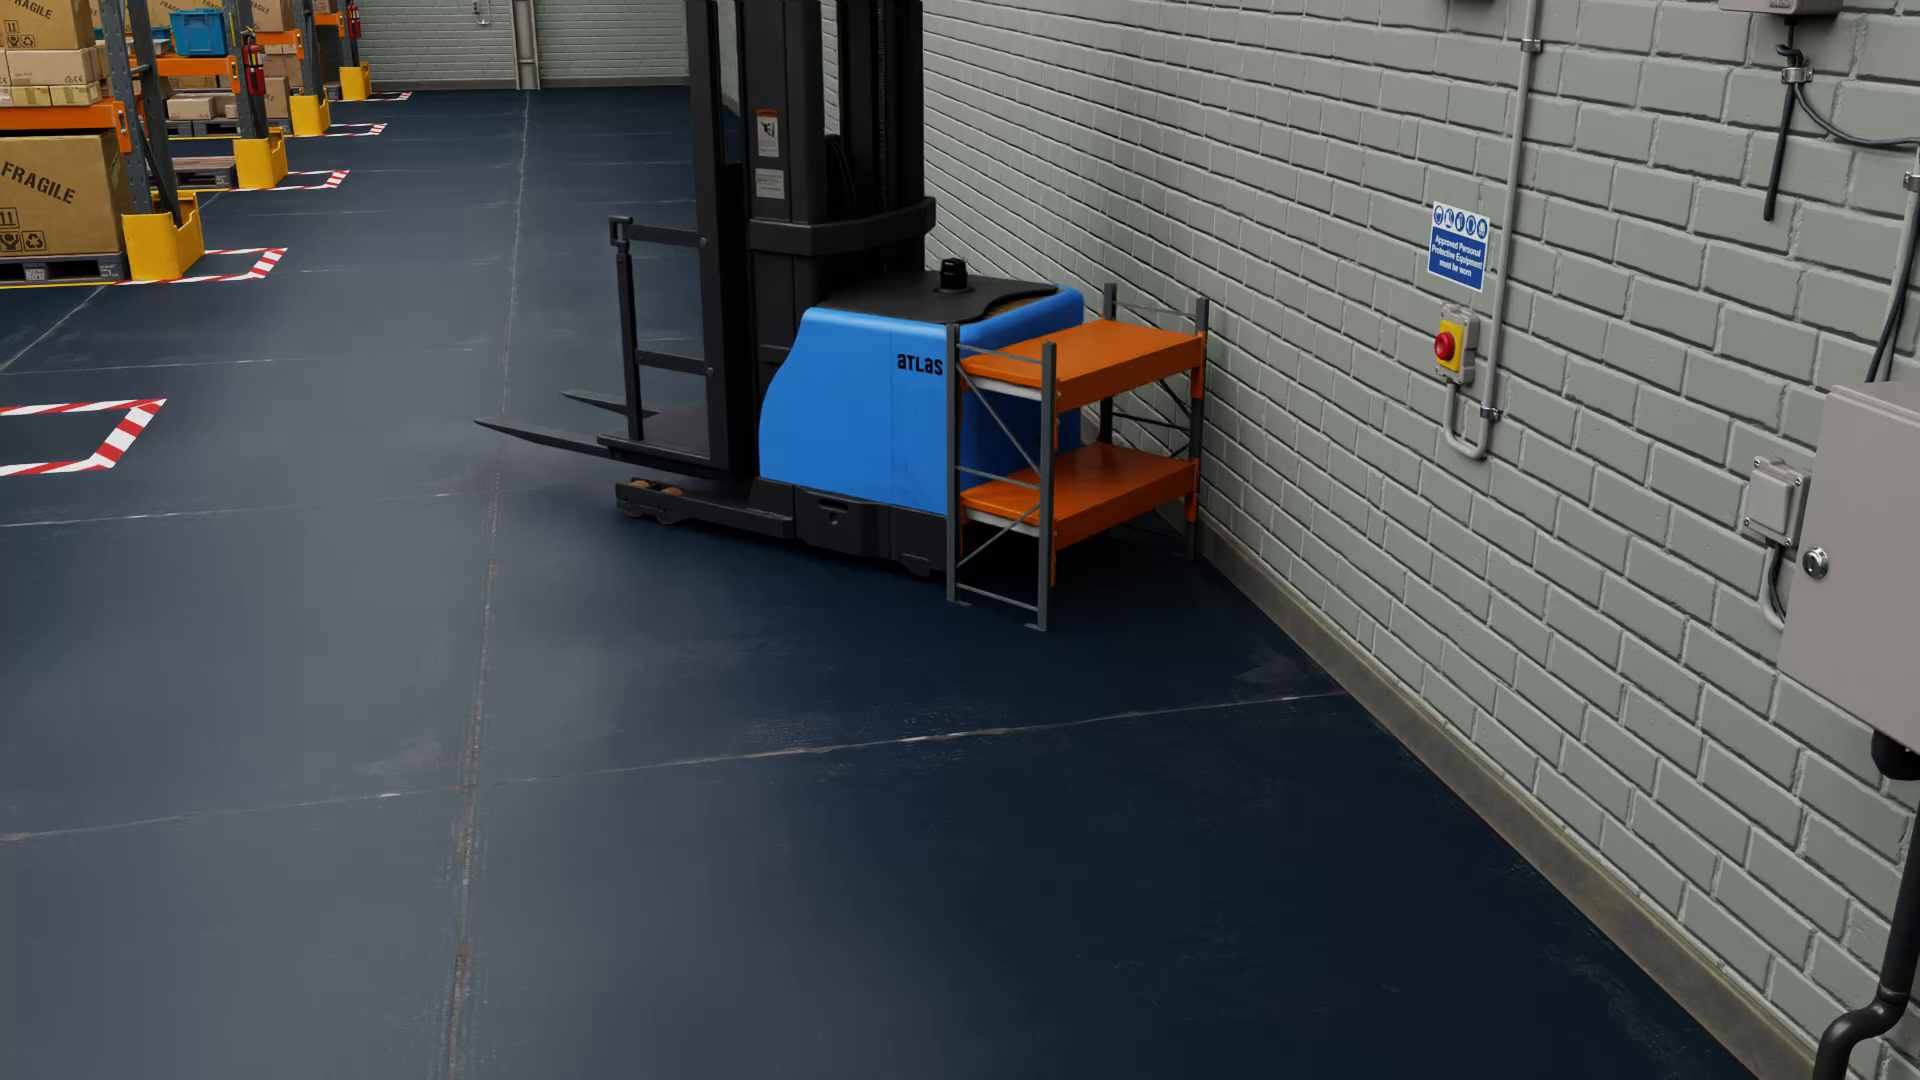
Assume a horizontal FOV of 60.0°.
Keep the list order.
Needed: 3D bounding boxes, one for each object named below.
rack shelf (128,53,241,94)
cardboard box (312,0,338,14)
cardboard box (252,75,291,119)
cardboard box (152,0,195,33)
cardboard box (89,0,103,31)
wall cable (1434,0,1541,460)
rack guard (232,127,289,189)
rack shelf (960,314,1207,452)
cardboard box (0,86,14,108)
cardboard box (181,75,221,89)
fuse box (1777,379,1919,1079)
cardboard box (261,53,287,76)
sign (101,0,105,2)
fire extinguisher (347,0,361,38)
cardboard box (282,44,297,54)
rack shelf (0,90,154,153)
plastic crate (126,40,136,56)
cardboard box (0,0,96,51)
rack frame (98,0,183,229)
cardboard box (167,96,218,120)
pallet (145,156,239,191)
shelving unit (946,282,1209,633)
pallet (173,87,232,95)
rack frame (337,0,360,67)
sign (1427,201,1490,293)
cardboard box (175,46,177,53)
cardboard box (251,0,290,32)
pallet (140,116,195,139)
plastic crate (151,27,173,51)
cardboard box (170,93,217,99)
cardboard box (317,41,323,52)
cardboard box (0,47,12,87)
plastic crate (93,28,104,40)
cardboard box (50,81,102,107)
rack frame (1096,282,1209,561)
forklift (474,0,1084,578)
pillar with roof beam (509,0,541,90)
[{"bbox_3d":[-9.416,-4.753,16.973,4.000,0.370,1.077,-5,21,-12],"label":"rack shelf"},{"bbox_3d":[-10.243,-8.662,26.164,0.700,0.700,0.980,-4,20,-10],"label":"cardboard box"},{"bbox_3d":[-9.078,-5.814,21.821,0.500,0.500,0.500,-5,21,-12],"label":"cardboard box"},{"bbox_3d":[-9.970,-6.747,21.228,0.500,0.500,0.500,-4,21,-12],"label":"cardboard box"},{"bbox_3d":[-10.955,-6.667,21.008,0.500,0.500,0.500,-5,21,-13],"label":"cardboard box"},{"bbox_3d":[1.433,-1.219,4.760,0.123,1.953,0.585,-5,21,-12],"label":"wall cable"},{"bbox_3d":[-7.449,-4.081,17.729,0.348,0.500,1.175,-5,21,-12],"label":"rack guard"},{"bbox_3d":[0.477,-0.640,6.576,0.538,0.278,1.000,16,26,37],"label":"rack shelf"},{"bbox_3d":[-7.099,-3.294,12.310,0.250,0.149,0.380,-5,21,-12],"label":"cardboard box"},{"bbox_3d":[-11.901,-7.375,26.111,0.500,0.500,0.700,-4,21,-11],"label":"cardboard box"},{"bbox_3d":[1.774,0.592,3.211,0.414,1.711,0.539,-5,21,-12],"label":"fuse box"},{"bbox_3d":[-10.894,-7.460,26.342,0.500,0.500,0.700,-5,21,-13],"label":"cardboard box"},{"bbox_3d":[-6.218,-4.063,12.017,0.005,0.325,0.100,-5,21,-12],"label":"sign"},{"bbox_3d":[-9.496,-8.211,26.023,0.183,0.674,0.296,-5,21,-12],"label":"fire extinguisher"},{"bbox_3d":[-10.490,-7.733,26.144,0.250,0.149,0.380,-5,21,-13],"label":"cardboard box"},{"bbox_3d":[-8.276,-3.095,12.448,4.000,0.370,1.077,-5,21,-12],"label":"rack shelf"},{"bbox_3d":[-8.507,-5.010,16.926,0.243,0.136,0.396,-5,21,-12],"label":"plastic crate"},{"bbox_3d":[-6.743,-3.886,12.256,0.500,0.500,0.500,-4,21,-12],"label":"cardboard box"},{"bbox_3d":[-6.330,-3.591,12.756,0.127,3.000,1.000,-5,21,-12],"label":"rack frame"},{"bbox_3d":[-10.010,-5.632,21.686,0.500,0.250,0.500,-5,21,-12],"label":"cardboard box"},{"bbox_3d":[-8.281,-3.887,17.619,1.213,0.211,1.003,-5,21,-12],"label":"pallet"},{"bbox_3d":[0.477,-0.365,6.676,0.538,1.125,1.048,16,26,37],"label":"shelving unit"},{"bbox_3d":[-11.694,-7.071,26.310,1.213,0.211,1.003,-5,21,-12],"label":"pallet"},{"bbox_3d":[-9.749,-8.565,26.335,0.127,3.000,1.000,-5,21,-12],"label":"rack frame"},{"bbox_3d":[1.481,-0.876,4.951,0.001,0.218,0.327,-5,21,-12],"label":"sign"},{"bbox_3d":[-12.007,-7.609,25.805,0.250,0.149,0.380,-5,21,-14],"label":"cardboard box"},{"bbox_3d":[-8.979,-6.827,21.446,0.500,0.500,0.500,-4,20,-11],"label":"cardboard box"},{"bbox_3d":[-10.640,-5.433,21.839,1.213,0.211,1.003,-5,21,-12],"label":"pallet"},{"bbox_3d":[-8.426,-5.237,17.406,0.300,0.233,0.416,-5,21,-12],"label":"plastic crate"},{"bbox_3d":[-10.173,-5.795,22.132,0.500,0.250,0.500,-5,21,-12],"label":"cardboard box"},{"bbox_3d":[-10.332,-7.881,26.548,0.250,0.149,0.380,-5,21,-12],"label":"cardboard box"},{"bbox_3d":[-7.234,-3.493,12.274,0.500,0.250,0.500,-5,21,-13],"label":"cardboard box"},{"bbox_3d":[-9.067,-5.185,17.263,0.300,0.233,0.416,-5,21,-12],"label":"plastic crate"},{"bbox_3d":[-6.601,-3.334,12.421,0.250,0.149,0.380,-4,21,-11],"label":"cardboard box"},{"bbox_3d":[0.806,-0.499,7.040,0.500,1.125,0.032,16,26,37],"label":"rack frame"},{"bbox_3d":[-0.972,-1.586,7.383,3.031,2.935,1.130,12,23,30],"label":"forklift"},{"bbox_3d":[-6.330,-10.444,22.743,0.400,9.000,9.100,-5,21,-12],"label":"pillar with roof beam"}]
